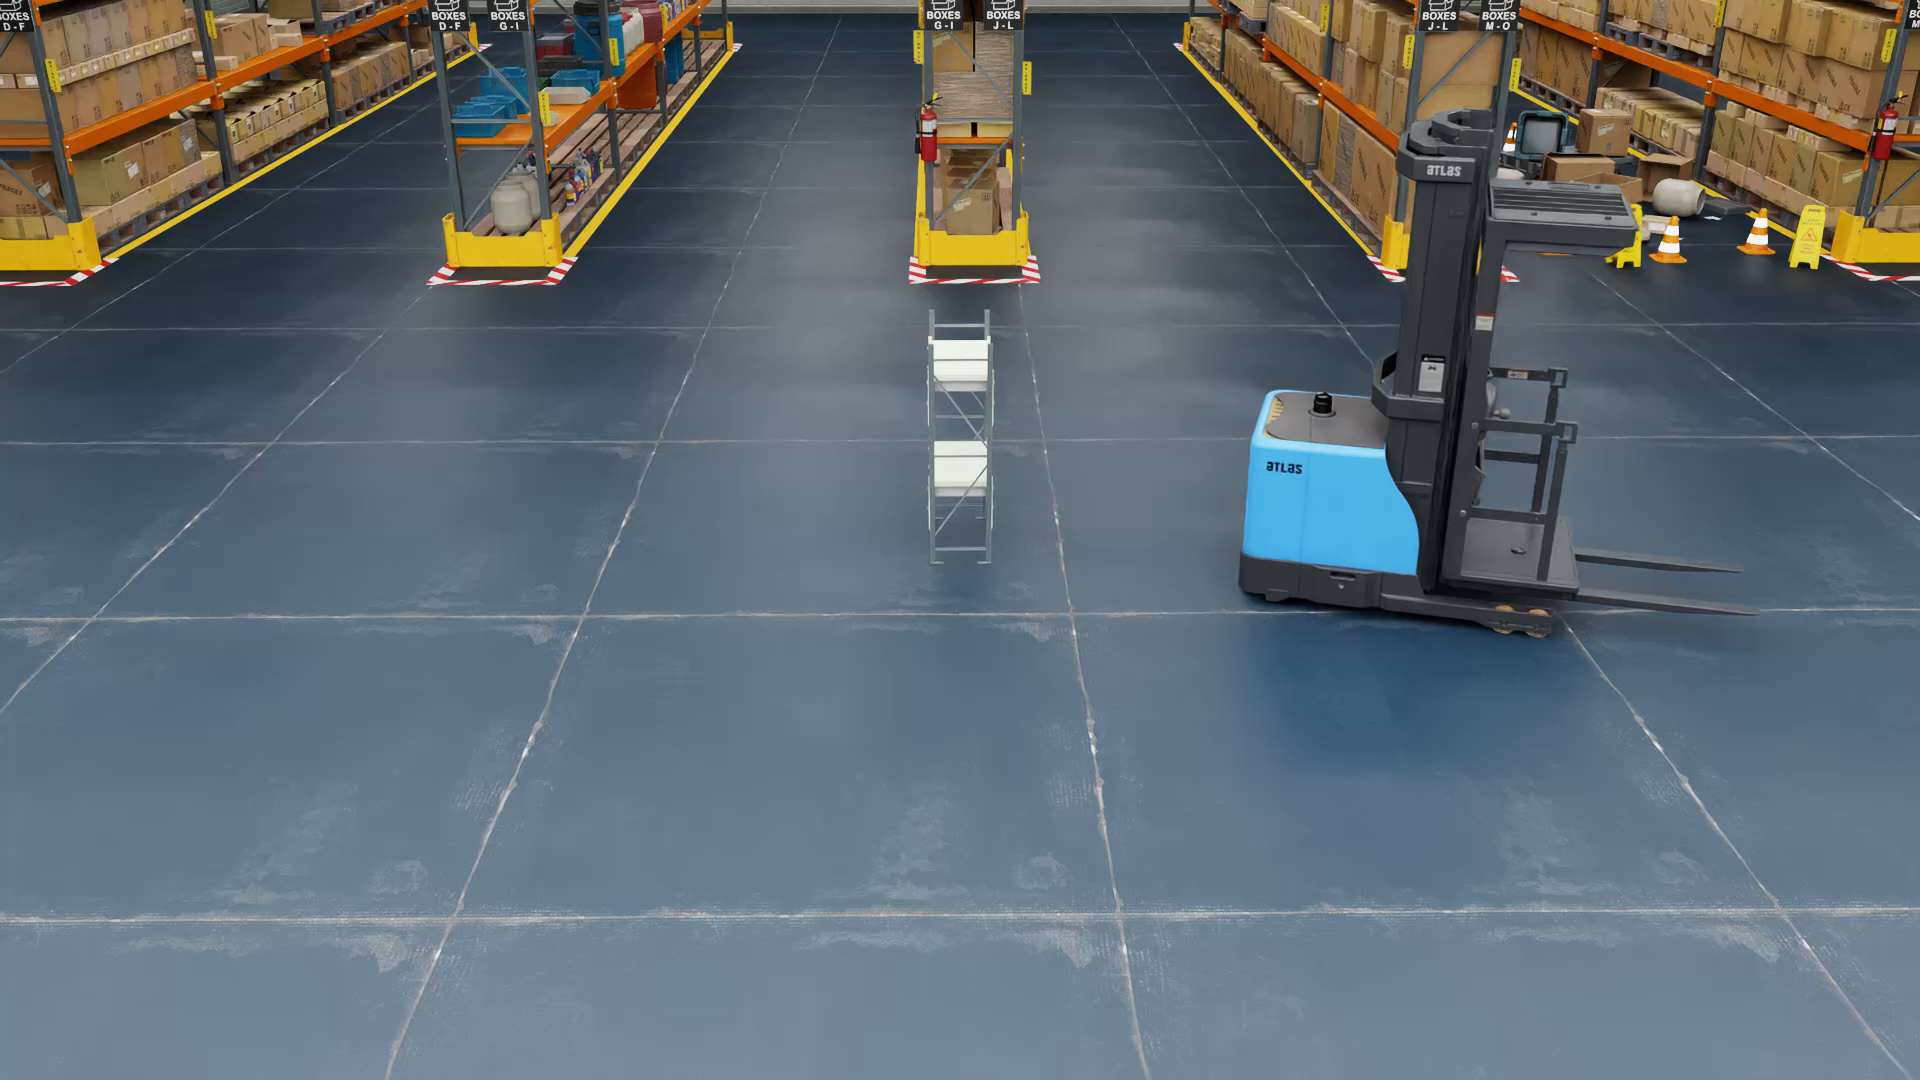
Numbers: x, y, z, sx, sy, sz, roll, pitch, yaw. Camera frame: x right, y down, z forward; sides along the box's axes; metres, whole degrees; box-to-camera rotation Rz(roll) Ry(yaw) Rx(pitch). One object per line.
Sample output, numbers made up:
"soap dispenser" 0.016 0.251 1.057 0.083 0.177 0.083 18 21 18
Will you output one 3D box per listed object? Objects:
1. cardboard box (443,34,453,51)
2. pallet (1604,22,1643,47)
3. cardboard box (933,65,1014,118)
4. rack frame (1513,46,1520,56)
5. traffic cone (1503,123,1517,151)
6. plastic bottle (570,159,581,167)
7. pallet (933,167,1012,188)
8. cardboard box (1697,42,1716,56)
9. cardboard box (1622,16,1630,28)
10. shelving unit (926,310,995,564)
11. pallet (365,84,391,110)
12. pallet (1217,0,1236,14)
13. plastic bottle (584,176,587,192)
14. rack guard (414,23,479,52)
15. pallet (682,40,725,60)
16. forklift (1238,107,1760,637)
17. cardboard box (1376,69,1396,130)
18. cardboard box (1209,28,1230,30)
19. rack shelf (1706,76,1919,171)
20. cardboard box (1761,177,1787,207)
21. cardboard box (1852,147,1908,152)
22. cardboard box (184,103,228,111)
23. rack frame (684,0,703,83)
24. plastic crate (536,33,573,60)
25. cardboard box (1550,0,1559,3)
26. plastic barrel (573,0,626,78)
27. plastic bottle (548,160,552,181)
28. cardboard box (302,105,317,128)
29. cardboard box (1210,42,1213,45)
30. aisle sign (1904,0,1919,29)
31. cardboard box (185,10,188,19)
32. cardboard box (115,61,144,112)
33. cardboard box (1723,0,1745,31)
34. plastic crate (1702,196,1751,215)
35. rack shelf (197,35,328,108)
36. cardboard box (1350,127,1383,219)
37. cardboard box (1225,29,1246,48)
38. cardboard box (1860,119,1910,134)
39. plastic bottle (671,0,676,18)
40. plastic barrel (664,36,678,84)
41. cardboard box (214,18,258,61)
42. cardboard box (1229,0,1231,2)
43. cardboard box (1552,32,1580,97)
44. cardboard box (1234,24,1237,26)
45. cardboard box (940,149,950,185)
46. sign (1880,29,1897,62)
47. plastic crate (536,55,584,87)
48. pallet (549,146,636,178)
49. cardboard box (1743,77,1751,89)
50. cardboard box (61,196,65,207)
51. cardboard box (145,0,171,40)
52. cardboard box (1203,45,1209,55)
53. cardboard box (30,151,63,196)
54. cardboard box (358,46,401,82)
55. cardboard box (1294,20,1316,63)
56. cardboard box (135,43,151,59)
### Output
"cardboard box" -9.712 -9.214 30.786 0.500 0.250 0.500 0 24 -1
"pallet" 10.072 -7.292 23.965 1.213 0.211 1.003 0 24 -1
"cardboard box" 0.157 -4.739 17.606 0.875 0.500 0.500 0 24 -1
"rack frame" 9.914 -9.321 28.218 1.000 3.000 0.127 0 24 -1
"traffic cone" 7.585 -5.488 22.822 0.336 0.463 0.334 0 24 -1
"plastic bottle" -4.711 -4.562 20.469 0.152 0.276 0.135 0 24 -1
"pallet" 0.135 -4.432 20.794 1.003 0.211 1.213 0 24 -1
"cardboard box" 9.720 -6.312 21.361 0.380 0.149 0.250 0 24 0
"cardboard box" 9.702 -7.385 23.733 0.380 0.149 0.250 -2 24 -4
"shelving unit" 0.000 -0.681 10.935 0.431 1.500 0.755 0 24 -1
"pallet" -9.838 -7.123 26.744 1.003 0.211 1.213 0 24 -1
"pallet" 4.828 -8.854 27.419 1.003 0.211 1.213 0 24 -1
"plastic bottle" -4.533 -4.291 19.959 0.097 0.201 0.097 0 24 0
"rack guard" -9.944 -9.711 32.115 1.175 0.500 0.348 0 24 -1
"pallet" -5.021 -9.291 31.538 1.003 0.211 1.213 0 24 -1
"forklift" 3.321 -0.995 9.894 3.031 2.935 1.130 6 25 14
"cardboard box" 5.019 -4.759 17.951 0.875 0.550 0.550 0 24 -1
"cardboard box" 4.720 -9.206 30.192 0.380 0.149 0.250 0 24 0
"rack shelf" 10.023 -4.872 19.256 1.077 0.370 4.000 0 24 -1
"cardboard box" 9.758 -4.075 19.448 0.500 0.250 0.500 -1 24 -2
"cardboard box" 10.302 -4.215 18.846 0.500 0.500 0.500 -1 24 -3
"cardboard box" -10.120 -5.716 22.395 0.500 0.311 0.500 0 24 -1
"rack frame" -4.948 -9.254 28.070 1.000 3.000 0.127 0 24 -1
"plastic crate" -5.172 -6.185 21.207 0.402 0.464 0.583 0 24 -1
"cardboard box" 9.657 -8.666 26.347 0.500 0.250 0.500 -1 24 -2
"plastic barrel" -4.562 -6.346 21.033 0.600 0.901 0.708 0 24 -1
"plastic bottle" -5.123 -4.617 20.499 0.144 0.351 0.185 0 24 -1
"cardboard box" -9.599 -6.095 23.914 0.500 0.250 0.500 -1 24 -1
"cardboard box" 4.681 -8.843 29.752 0.380 0.149 0.250 0 24 1
"aisle sign" 9.756 -5.533 16.690 0.394 0.787 0.004 0 24 -1
"cardboard box" -14.603 -9.760 30.926 0.380 0.149 0.250 0 24 1
"cardboard box" -9.782 -5.164 18.907 0.700 0.500 0.500 0 24 1
"cardboard box" 9.789 -6.478 20.238 0.700 0.500 0.500 -1 24 -1
"plastic crate" 9.199 -4.043 20.093 0.402 0.080 0.583 -9 26 -19
"rack shelf" -9.836 -6.433 22.706 1.077 0.370 4.000 0 24 -1
"cardboard box" 5.011 -4.177 18.914 0.875 0.875 0.875 -1 24 -1
"cardboard box" 4.709 -8.345 27.675 0.500 0.250 0.500 -1 24 -3
"cardboard box" 9.827 -4.414 17.675 0.380 0.149 0.250 1 24 1
"plastic bottle" -4.559 -8.435 26.402 0.061 0.283 0.133 0 24 -1
"plastic barrel" -4.951 -7.973 27.275 0.600 0.901 0.708 0 24 -1
"cardboard box" -9.817 -6.722 22.351 0.500 0.500 0.500 0 24 0
"cardboard box" 4.522 -8.744 26.738 0.380 0.149 0.250 -1 24 -3
"cardboard box" 10.028 -7.548 26.368 0.875 0.875 0.875 0 24 0
"cardboard box" 5.254 -9.424 30.675 0.380 0.149 0.250 1 24 1
"cardboard box" 0.070 -4.631 20.373 0.500 0.500 0.500 8 25 16
"sign" 9.490 -5.053 16.994 0.100 0.325 0.005 0 24 -1
"plastic crate" -4.982 -5.713 20.316 0.767 0.338 0.504 0 24 -1
"pallet" -4.908 -5.010 22.071 1.003 0.211 1.213 0 24 -1
"cardboard box" 9.772 -5.565 20.220 0.380 0.149 0.250 0 24 -1
"cardboard box" -10.089 -3.652 18.513 0.500 0.250 0.500 0 24 -1
"cardboard box" -9.796 -6.182 19.583 0.700 0.500 0.500 0 24 -1
"cardboard box" 4.638 -8.943 30.332 0.380 0.149 0.250 0 24 -1
"cardboard box" -10.099 -4.200 18.814 0.500 0.500 0.500 0 24 -1
"cardboard box" -9.612 -7.889 27.552 0.500 0.500 0.500 0 24 0
"cardboard box" 4.769 -6.636 22.161 0.500 0.500 0.500 0 24 0
"cardboard box" -9.584 -5.643 19.179 0.380 0.149 0.250 0 24 1
